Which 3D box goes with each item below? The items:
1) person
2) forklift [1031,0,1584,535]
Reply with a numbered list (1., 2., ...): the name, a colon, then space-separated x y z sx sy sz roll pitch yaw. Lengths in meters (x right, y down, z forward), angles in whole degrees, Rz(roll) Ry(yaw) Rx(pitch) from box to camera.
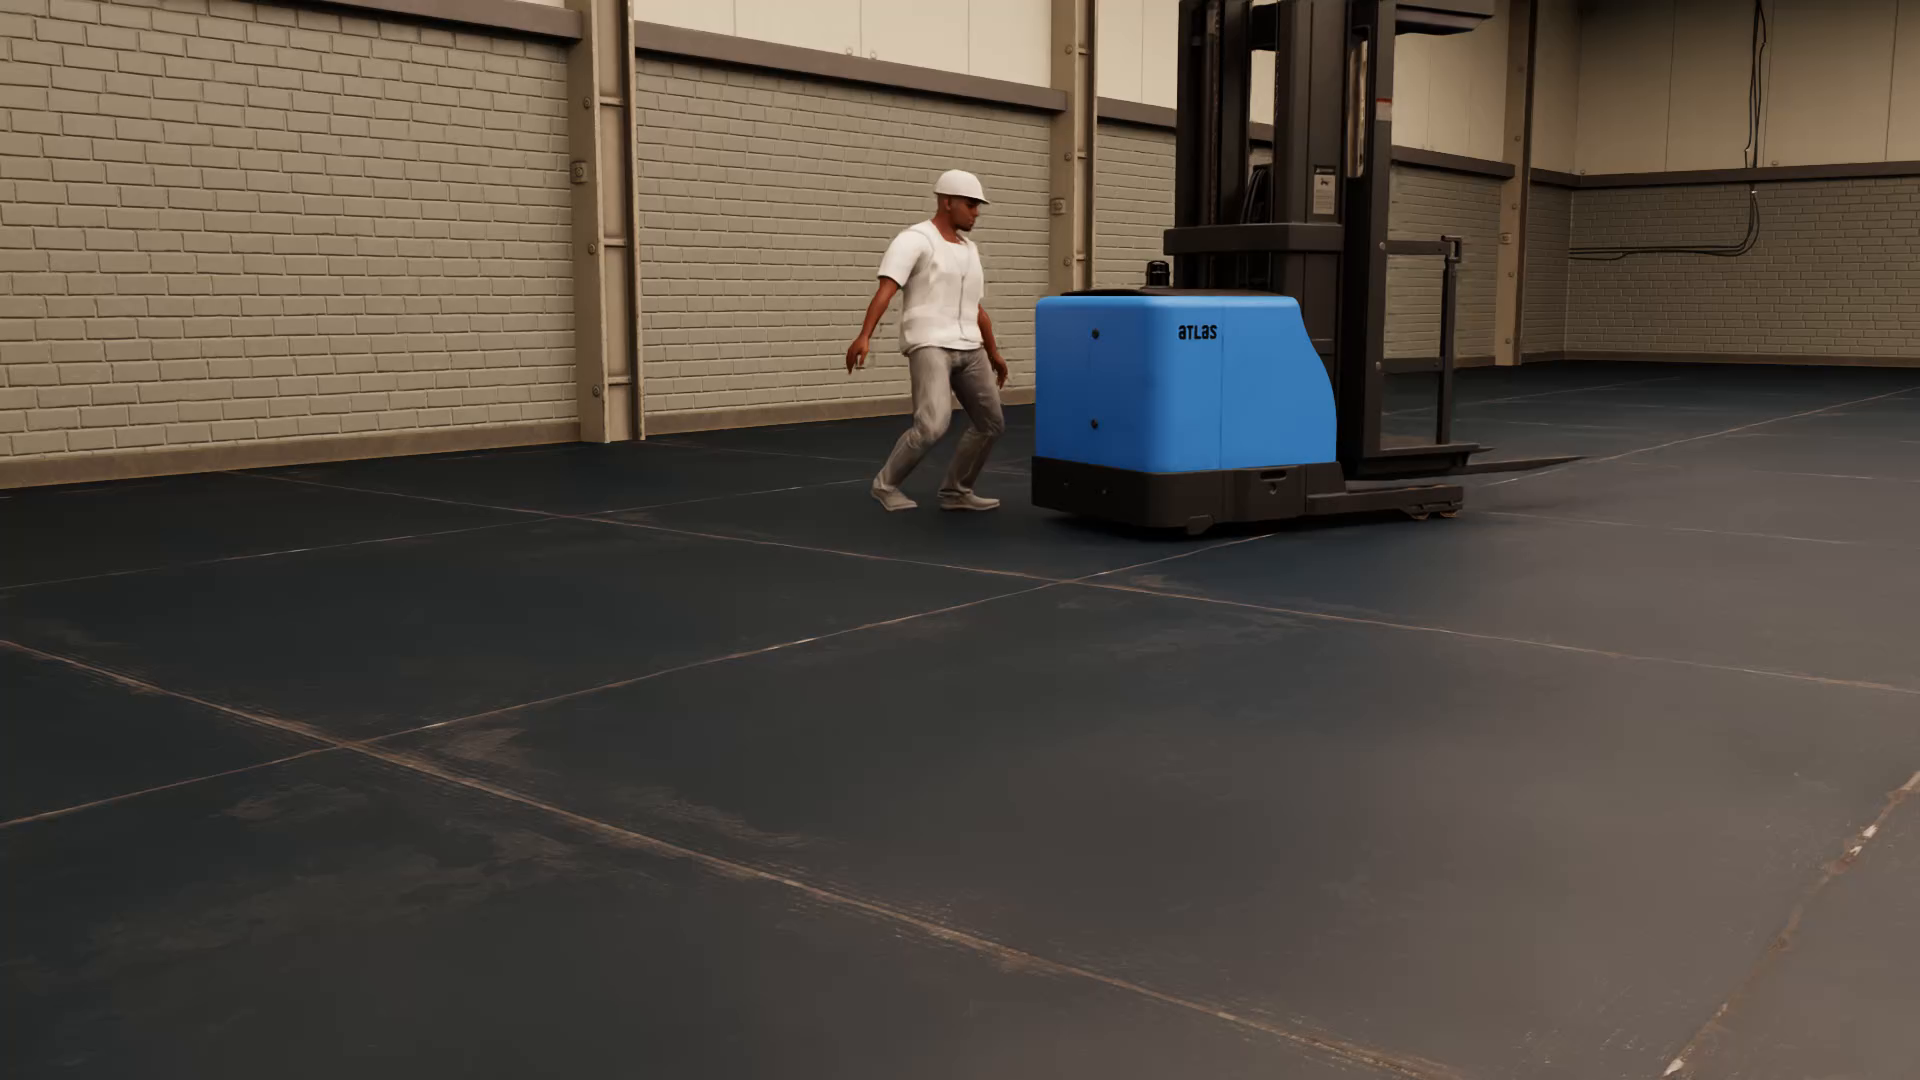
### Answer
1. person: -0.143 -0.950 8.103 0.934 1.683 0.492 -8 12 -44
2. forklift: 1.876 -1.603 8.240 3.031 2.935 1.130 -5 10 -30
